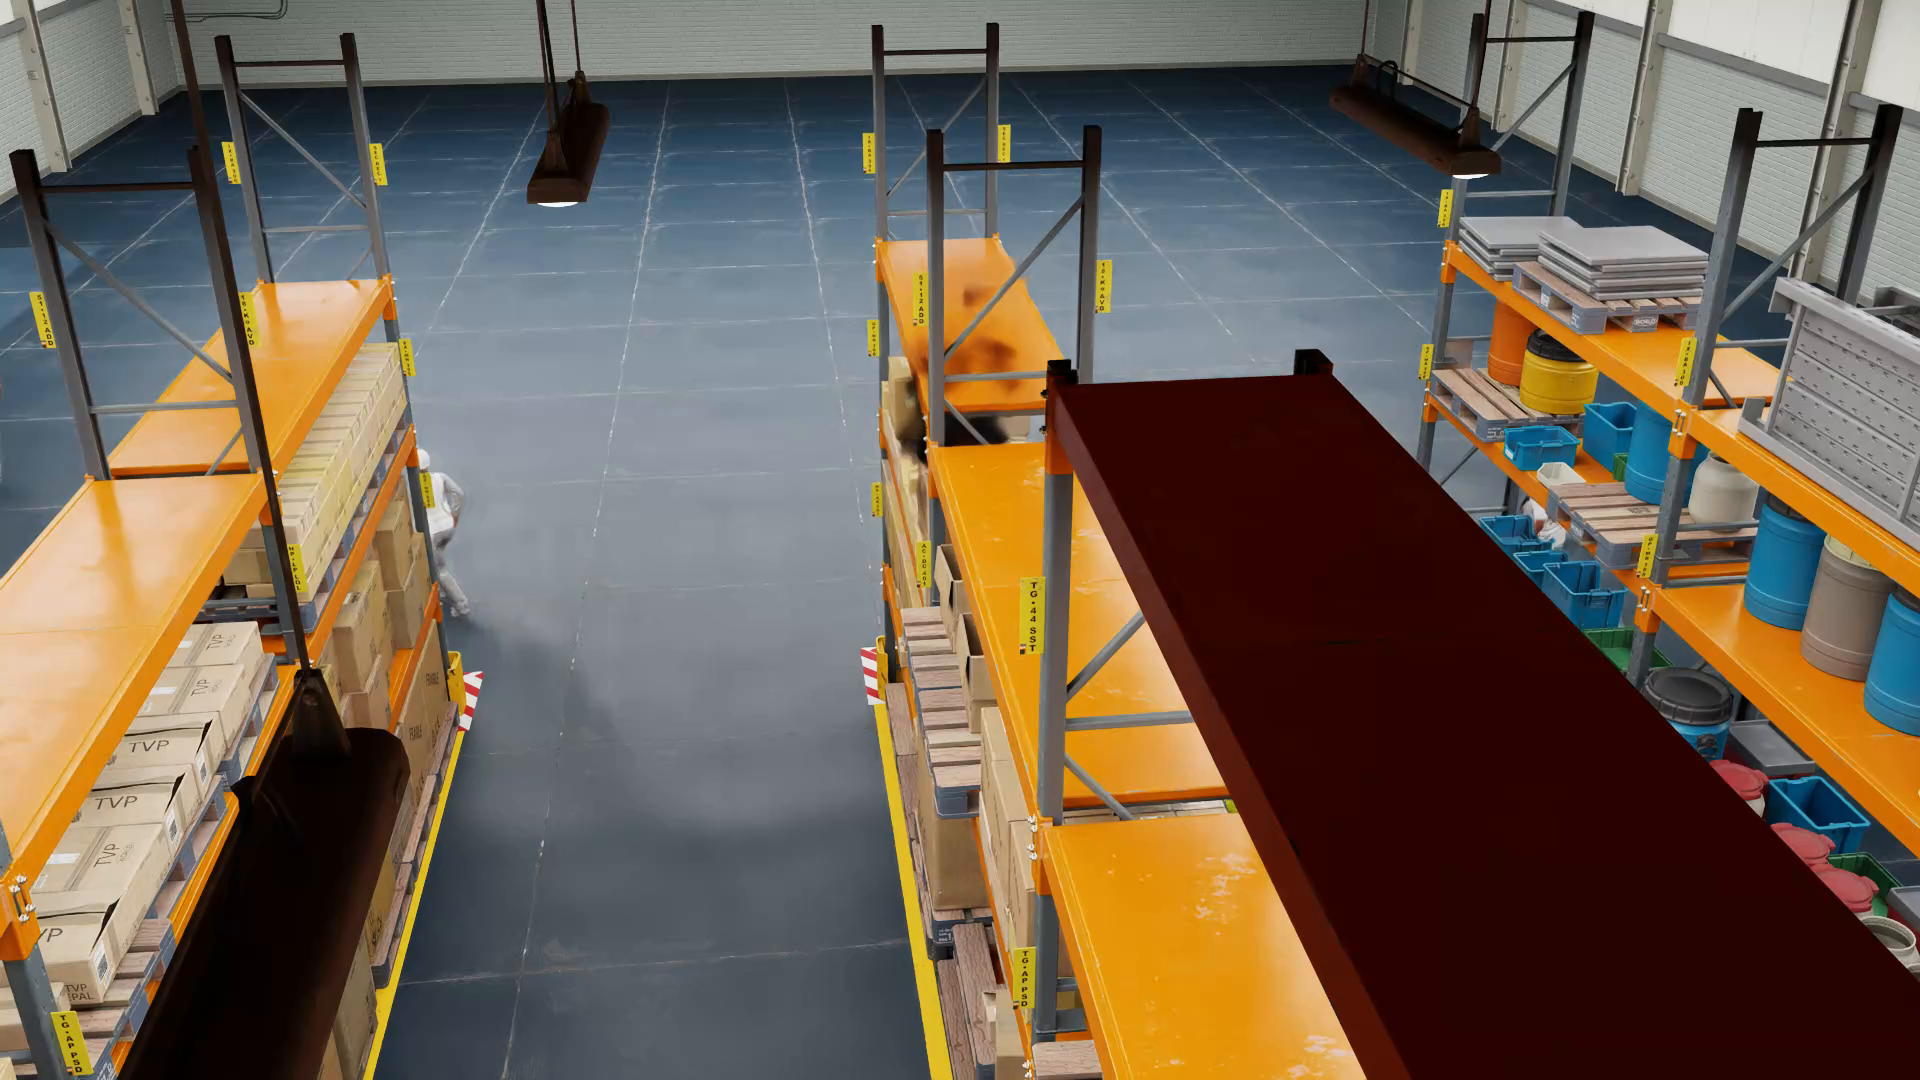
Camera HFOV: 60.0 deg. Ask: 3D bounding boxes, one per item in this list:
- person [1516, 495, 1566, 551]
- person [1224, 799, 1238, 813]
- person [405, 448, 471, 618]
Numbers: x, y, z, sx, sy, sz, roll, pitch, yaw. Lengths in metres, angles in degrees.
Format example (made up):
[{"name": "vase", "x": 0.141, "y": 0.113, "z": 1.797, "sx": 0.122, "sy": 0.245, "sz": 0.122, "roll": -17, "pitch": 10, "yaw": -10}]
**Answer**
[{"name": "person", "x": 5.696, "y": -0.010, "z": 16.525, "sx": 0.667, "sy": 1.769, "sz": 0.659, "roll": -16, "pitch": 30, "yaw": -29}, {"name": "person", "x": 1.871, "y": 2.459, "z": 11.329, "sx": 0.718, "sy": 1.735, "sz": 0.782, "roll": -8, "pitch": 27, "yaw": -17}, {"name": "person", "x": -5.247, "y": -0.046, "z": 16.585, "sx": 0.903, "sy": 1.823, "sz": 0.596, "roll": 17, "pitch": 30, "yaw": 32}]
